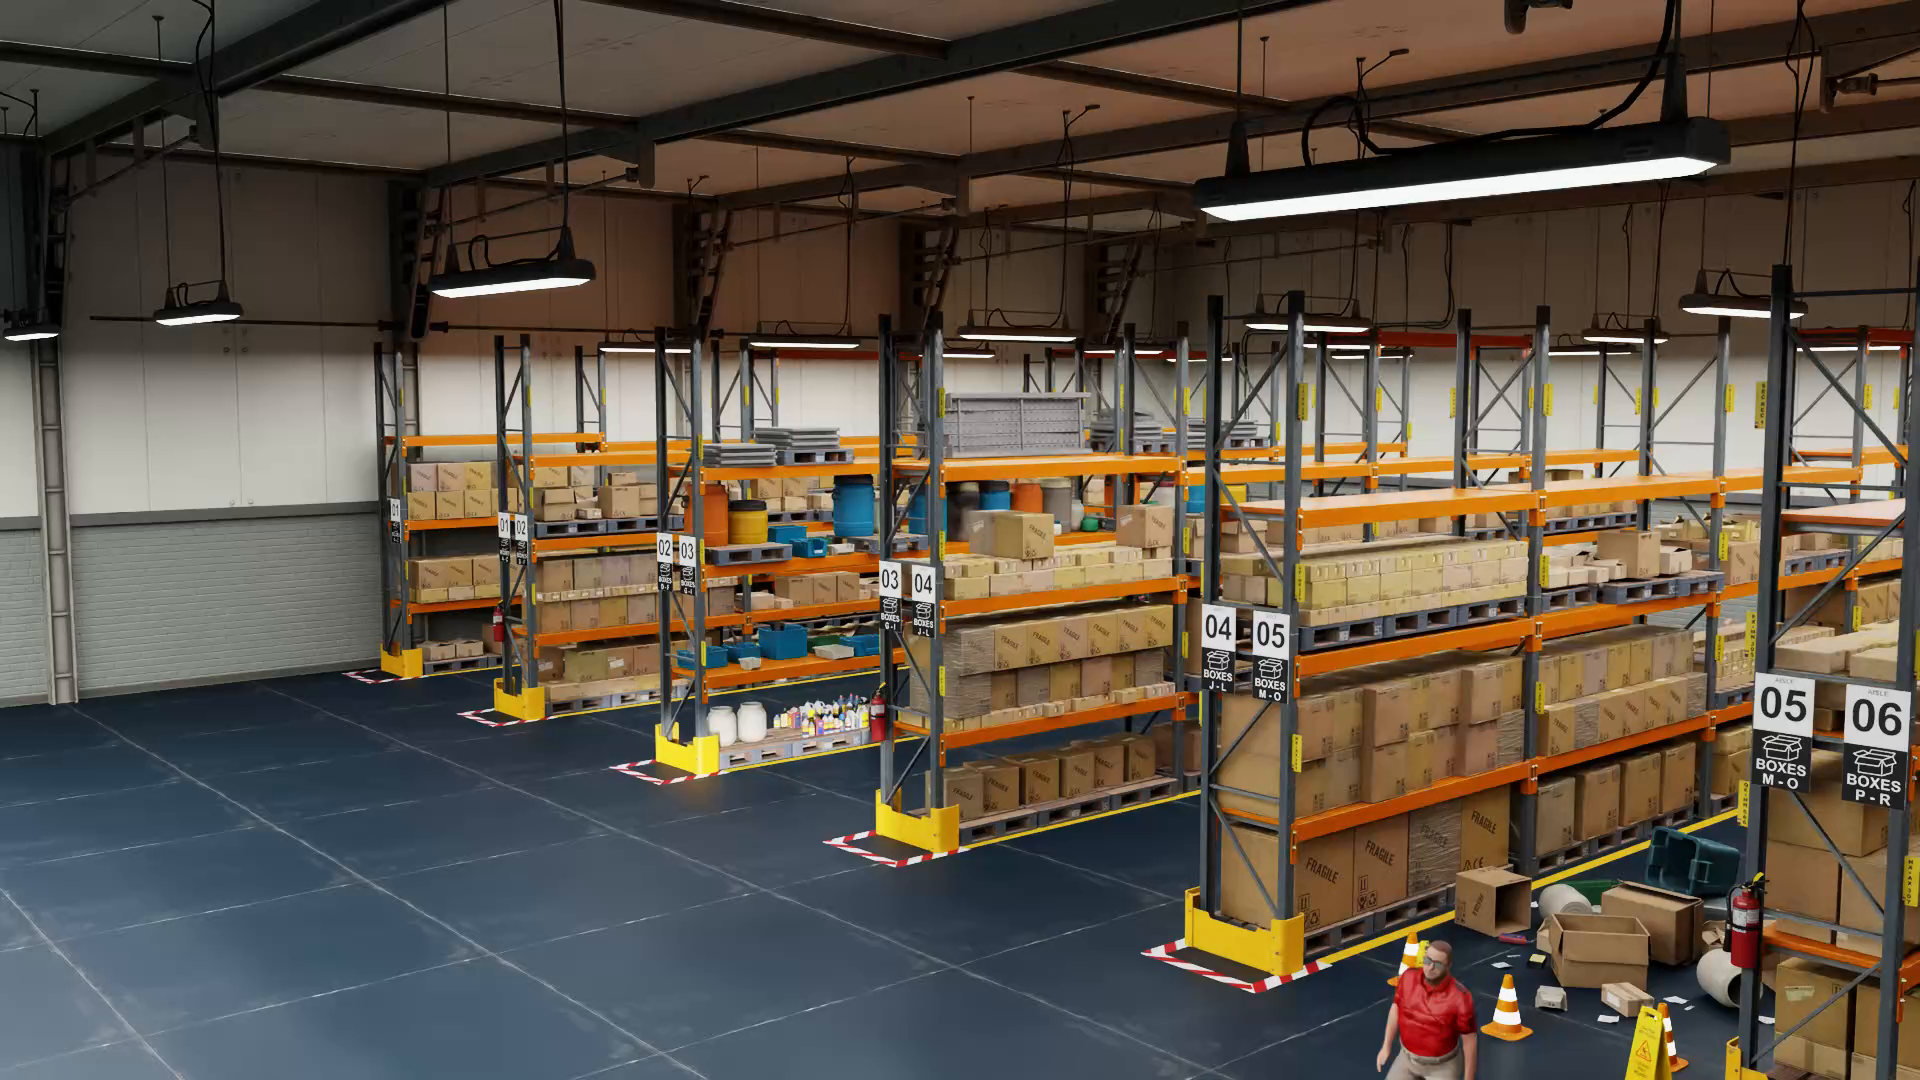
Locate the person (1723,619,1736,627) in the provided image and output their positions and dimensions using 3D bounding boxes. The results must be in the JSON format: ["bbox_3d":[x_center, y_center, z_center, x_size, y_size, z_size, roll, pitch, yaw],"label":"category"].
[{"bbox_3d":[11.762,2.029,25.320,0.696,1.711,0.793,5,7,44],"label":"person"}]

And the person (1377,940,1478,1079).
[{"bbox_3d":[3.001,3.345,10.830,0.835,1.652,0.635,5,7,41],"label":"person"}]
